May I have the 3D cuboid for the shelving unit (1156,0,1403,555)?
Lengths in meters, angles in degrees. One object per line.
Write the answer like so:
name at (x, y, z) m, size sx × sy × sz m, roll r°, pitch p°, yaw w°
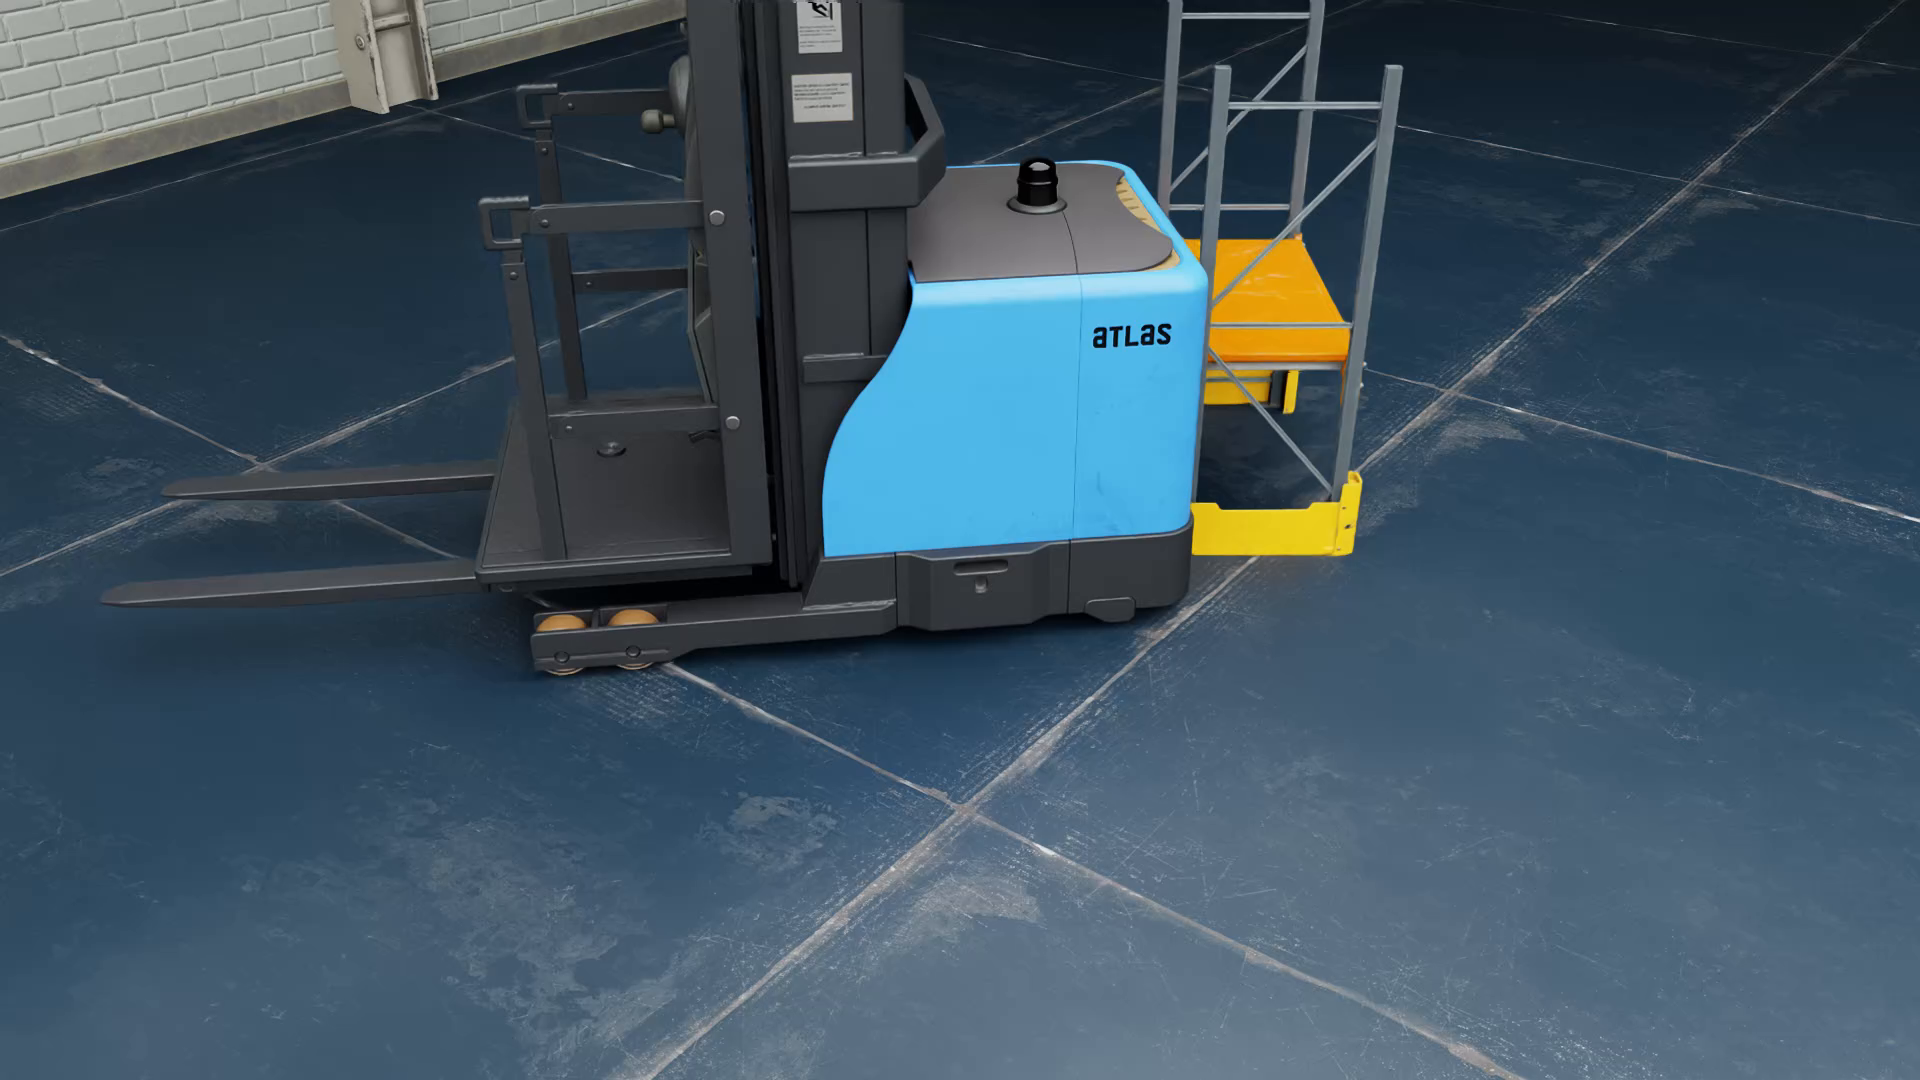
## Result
shelving unit at (0.927, -0.873, 5.252) m, size 0.587 × 1.500 × 1.083 m, roll 0°, pitch 31°, yaw 0°

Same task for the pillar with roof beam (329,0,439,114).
pillar with roof beam at (0.213, -5.042, 4.930) m, size 9.100 × 9.000 × 0.400 m, roll 21°, pitch 37°, yaw 31°

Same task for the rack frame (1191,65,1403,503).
rack frame at (0.931, -0.619, 4.823) m, size 0.500 × 1.500 × 0.032 m, roll 0°, pitch 31°, yaw 0°

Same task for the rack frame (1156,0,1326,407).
rack frame at (0.922, -1.137, 5.698) m, size 0.500 × 1.500 × 0.032 m, roll 0°, pitch 31°, yaw 0°

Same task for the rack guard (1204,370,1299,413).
rack guard at (0.922, -0.589, 5.999) m, size 0.587 × 0.250 × 0.087 m, roll 0°, pitch 31°, yaw 0°

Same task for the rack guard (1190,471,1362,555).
rack guard at (0.931, -0.082, 5.143) m, size 0.587 × 0.250 × 0.087 m, roll 0°, pitch 31°, yaw 0°

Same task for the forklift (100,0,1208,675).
forklift at (-0.890, -1.173, 4.355) m, size 3.031 × 2.935 × 1.130 m, roll -4°, pitch 31°, yaw -7°

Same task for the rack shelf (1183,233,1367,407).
rack shelf at (0.926, -0.723, 5.352) m, size 0.538 × 0.185 × 1.000 m, roll 0°, pitch 31°, yaw 0°
